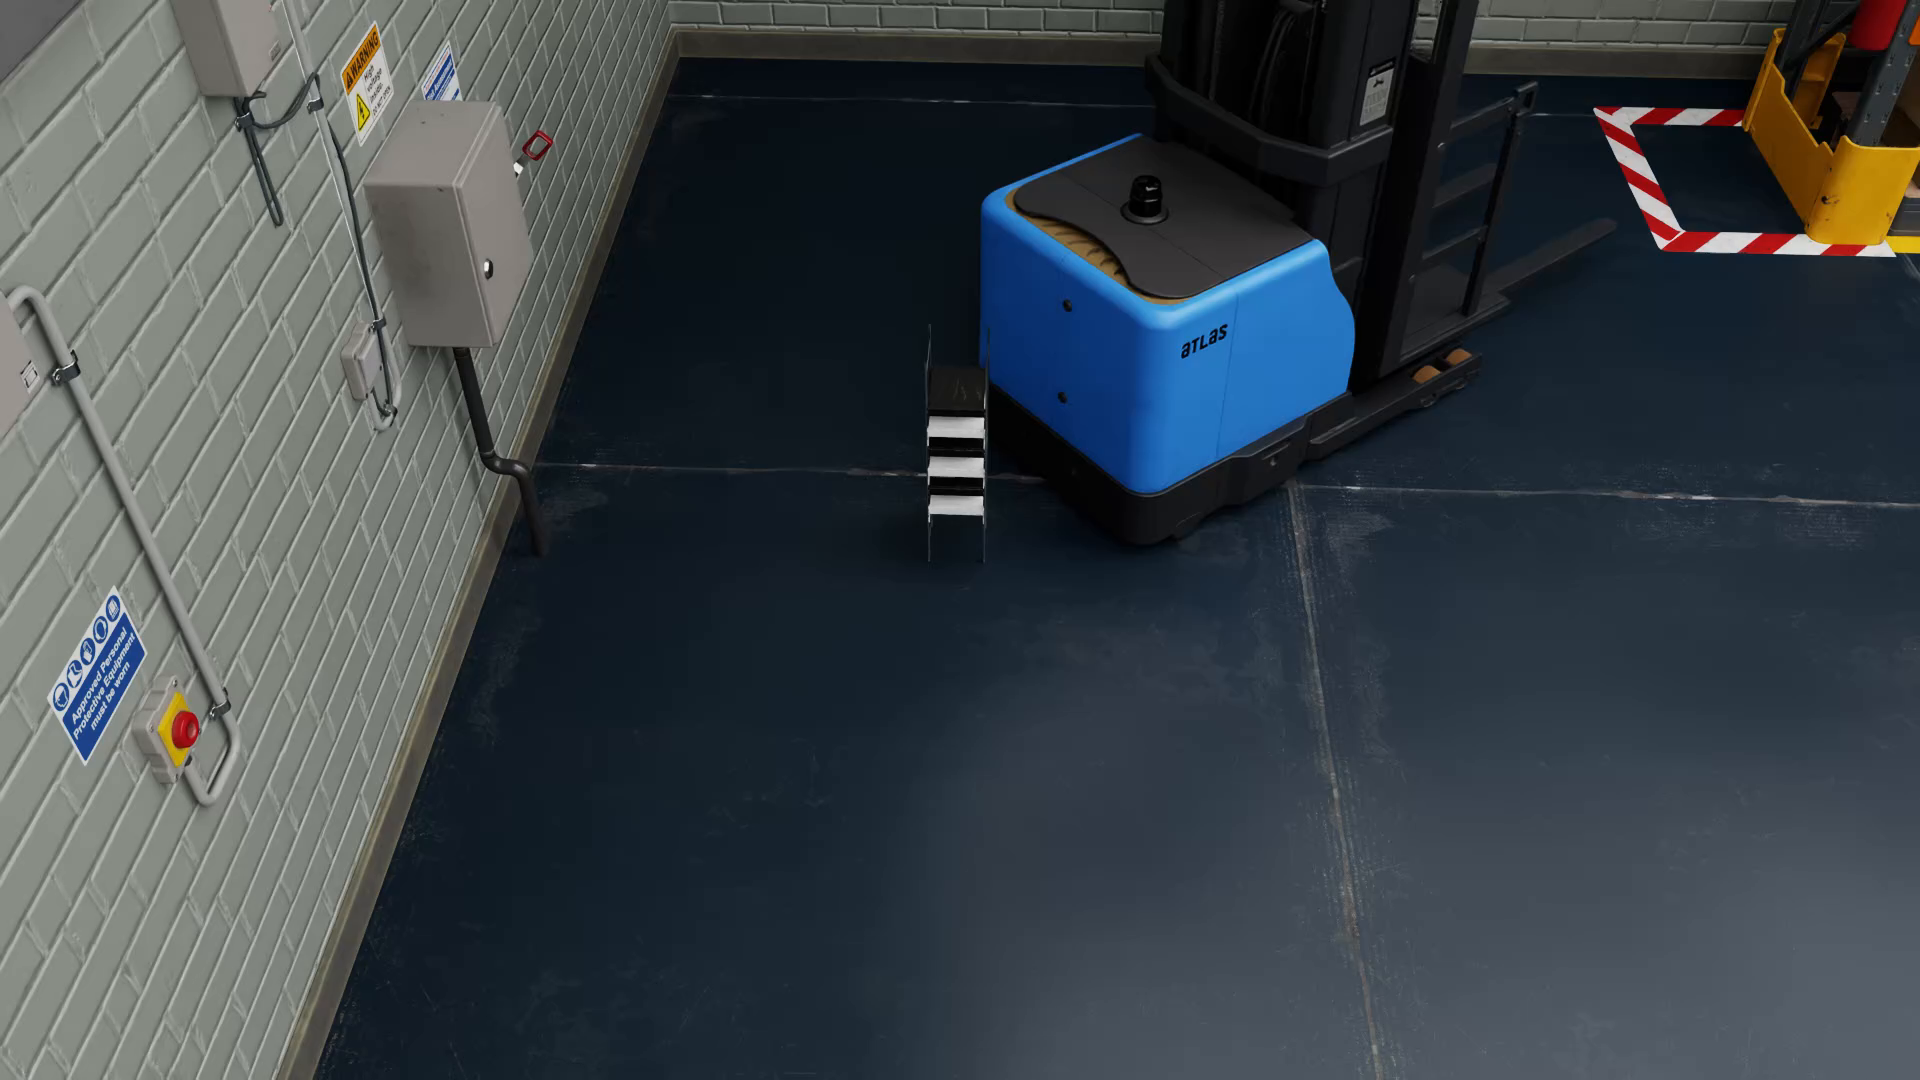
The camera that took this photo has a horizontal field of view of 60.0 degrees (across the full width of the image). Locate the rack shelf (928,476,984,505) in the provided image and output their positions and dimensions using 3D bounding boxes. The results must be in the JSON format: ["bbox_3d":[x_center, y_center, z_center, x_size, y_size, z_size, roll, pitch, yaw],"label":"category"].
[{"bbox_3d":[-0.008,-0.239,6.028,0.200,0.077,0.258,2,43,2],"label":"rack shelf"}]

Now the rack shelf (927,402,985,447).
[{"bbox_3d":[-0.008,-0.437,5.844,0.200,0.077,0.258,2,43,2],"label":"rack shelf"}]

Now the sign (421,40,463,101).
[{"bbox_3d":[-1.714,-1.379,5.600,0.001,0.494,0.329,2,43,2],"label":"sign"}]

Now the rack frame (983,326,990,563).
[{"bbox_3d":[0.093,-0.326,5.940,0.006,0.900,0.240,2,43,2],"label":"rack frame"}]

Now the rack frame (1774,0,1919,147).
[{"bbox_3d":[4.084,-2.868,7.128,0.127,3.000,1.000,2,43,2],"label":"rack frame"}]

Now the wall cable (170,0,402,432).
[{"bbox_3d":[-1.717,-0.983,4.360,0.122,1.984,0.588,2,43,2],"label":"wall cable"}]

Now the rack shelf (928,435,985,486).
[{"bbox_3d":[-0.008,-0.305,5.966,0.200,0.077,0.258,2,43,2],"label":"rack shelf"}]

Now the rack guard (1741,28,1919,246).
[{"bbox_3d":[4.160,-1.951,7.978,0.348,0.500,1.175,2,43,2],"label":"rack guard"}]

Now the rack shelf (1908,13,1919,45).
[{"bbox_3d":[6.082,-2.544,7.308,4.000,0.370,1.077,2,43,2],"label":"rack shelf"}]

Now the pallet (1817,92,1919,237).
[{"bbox_3d":[4.957,-1.822,8.051,1.213,0.211,1.003,2,43,2],"label":"pallet"}]

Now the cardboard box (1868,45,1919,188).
[{"bbox_3d":[4.691,-2.025,7.747,0.637,0.503,0.797,0,43,0],"label":"cardboard box"}]

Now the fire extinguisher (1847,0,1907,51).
[{"bbox_3d":[3.916,-2.393,6.949,0.183,0.674,0.296,2,43,2],"label":"fire extinguisher"}]

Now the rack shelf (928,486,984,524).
[{"bbox_3d":[-0.008,-0.173,6.089,0.200,0.077,0.258,2,43,2],"label":"rack shelf"}]

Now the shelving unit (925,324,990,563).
[{"bbox_3d":[-0.008,-0.330,5.944,0.210,0.900,0.258,2,43,2],"label":"shelving unit"}]

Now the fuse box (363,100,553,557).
[{"bbox_3d":[-1.529,-0.600,5.639,0.414,1.711,0.539,2,43,2],"label":"fuse box"}]

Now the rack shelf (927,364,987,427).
[{"bbox_3d":[-0.008,-0.503,5.782,0.200,0.077,0.258,2,43,2],"label":"rack shelf"}]

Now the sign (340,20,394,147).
[{"bbox_3d":[-1.739,-1.342,4.884,0.001,0.242,0.339,2,43,2],"label":"sign"}]

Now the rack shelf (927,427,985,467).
[{"bbox_3d":[-0.008,-0.371,5.905,0.200,0.077,0.258,2,43,2],"label":"rack shelf"}]

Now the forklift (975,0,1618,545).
[{"bbox_3d":[1.540,-1.881,6.119,3.031,2.935,1.130,-27,49,-26],"label":"forklift"}]

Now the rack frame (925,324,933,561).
[{"bbox_3d":[-0.110,-0.333,5.947,0.006,0.900,0.240,2,43,2],"label":"rack frame"}]

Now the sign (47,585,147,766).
[{"bbox_3d":[-1.833,0.287,3.543,0.001,0.218,0.327,2,43,2],"label":"sign"}]

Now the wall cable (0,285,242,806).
[{"bbox_3d":[-1.770,-0.029,3.312,0.123,1.953,0.585,2,43,2],"label":"wall cable"}]
